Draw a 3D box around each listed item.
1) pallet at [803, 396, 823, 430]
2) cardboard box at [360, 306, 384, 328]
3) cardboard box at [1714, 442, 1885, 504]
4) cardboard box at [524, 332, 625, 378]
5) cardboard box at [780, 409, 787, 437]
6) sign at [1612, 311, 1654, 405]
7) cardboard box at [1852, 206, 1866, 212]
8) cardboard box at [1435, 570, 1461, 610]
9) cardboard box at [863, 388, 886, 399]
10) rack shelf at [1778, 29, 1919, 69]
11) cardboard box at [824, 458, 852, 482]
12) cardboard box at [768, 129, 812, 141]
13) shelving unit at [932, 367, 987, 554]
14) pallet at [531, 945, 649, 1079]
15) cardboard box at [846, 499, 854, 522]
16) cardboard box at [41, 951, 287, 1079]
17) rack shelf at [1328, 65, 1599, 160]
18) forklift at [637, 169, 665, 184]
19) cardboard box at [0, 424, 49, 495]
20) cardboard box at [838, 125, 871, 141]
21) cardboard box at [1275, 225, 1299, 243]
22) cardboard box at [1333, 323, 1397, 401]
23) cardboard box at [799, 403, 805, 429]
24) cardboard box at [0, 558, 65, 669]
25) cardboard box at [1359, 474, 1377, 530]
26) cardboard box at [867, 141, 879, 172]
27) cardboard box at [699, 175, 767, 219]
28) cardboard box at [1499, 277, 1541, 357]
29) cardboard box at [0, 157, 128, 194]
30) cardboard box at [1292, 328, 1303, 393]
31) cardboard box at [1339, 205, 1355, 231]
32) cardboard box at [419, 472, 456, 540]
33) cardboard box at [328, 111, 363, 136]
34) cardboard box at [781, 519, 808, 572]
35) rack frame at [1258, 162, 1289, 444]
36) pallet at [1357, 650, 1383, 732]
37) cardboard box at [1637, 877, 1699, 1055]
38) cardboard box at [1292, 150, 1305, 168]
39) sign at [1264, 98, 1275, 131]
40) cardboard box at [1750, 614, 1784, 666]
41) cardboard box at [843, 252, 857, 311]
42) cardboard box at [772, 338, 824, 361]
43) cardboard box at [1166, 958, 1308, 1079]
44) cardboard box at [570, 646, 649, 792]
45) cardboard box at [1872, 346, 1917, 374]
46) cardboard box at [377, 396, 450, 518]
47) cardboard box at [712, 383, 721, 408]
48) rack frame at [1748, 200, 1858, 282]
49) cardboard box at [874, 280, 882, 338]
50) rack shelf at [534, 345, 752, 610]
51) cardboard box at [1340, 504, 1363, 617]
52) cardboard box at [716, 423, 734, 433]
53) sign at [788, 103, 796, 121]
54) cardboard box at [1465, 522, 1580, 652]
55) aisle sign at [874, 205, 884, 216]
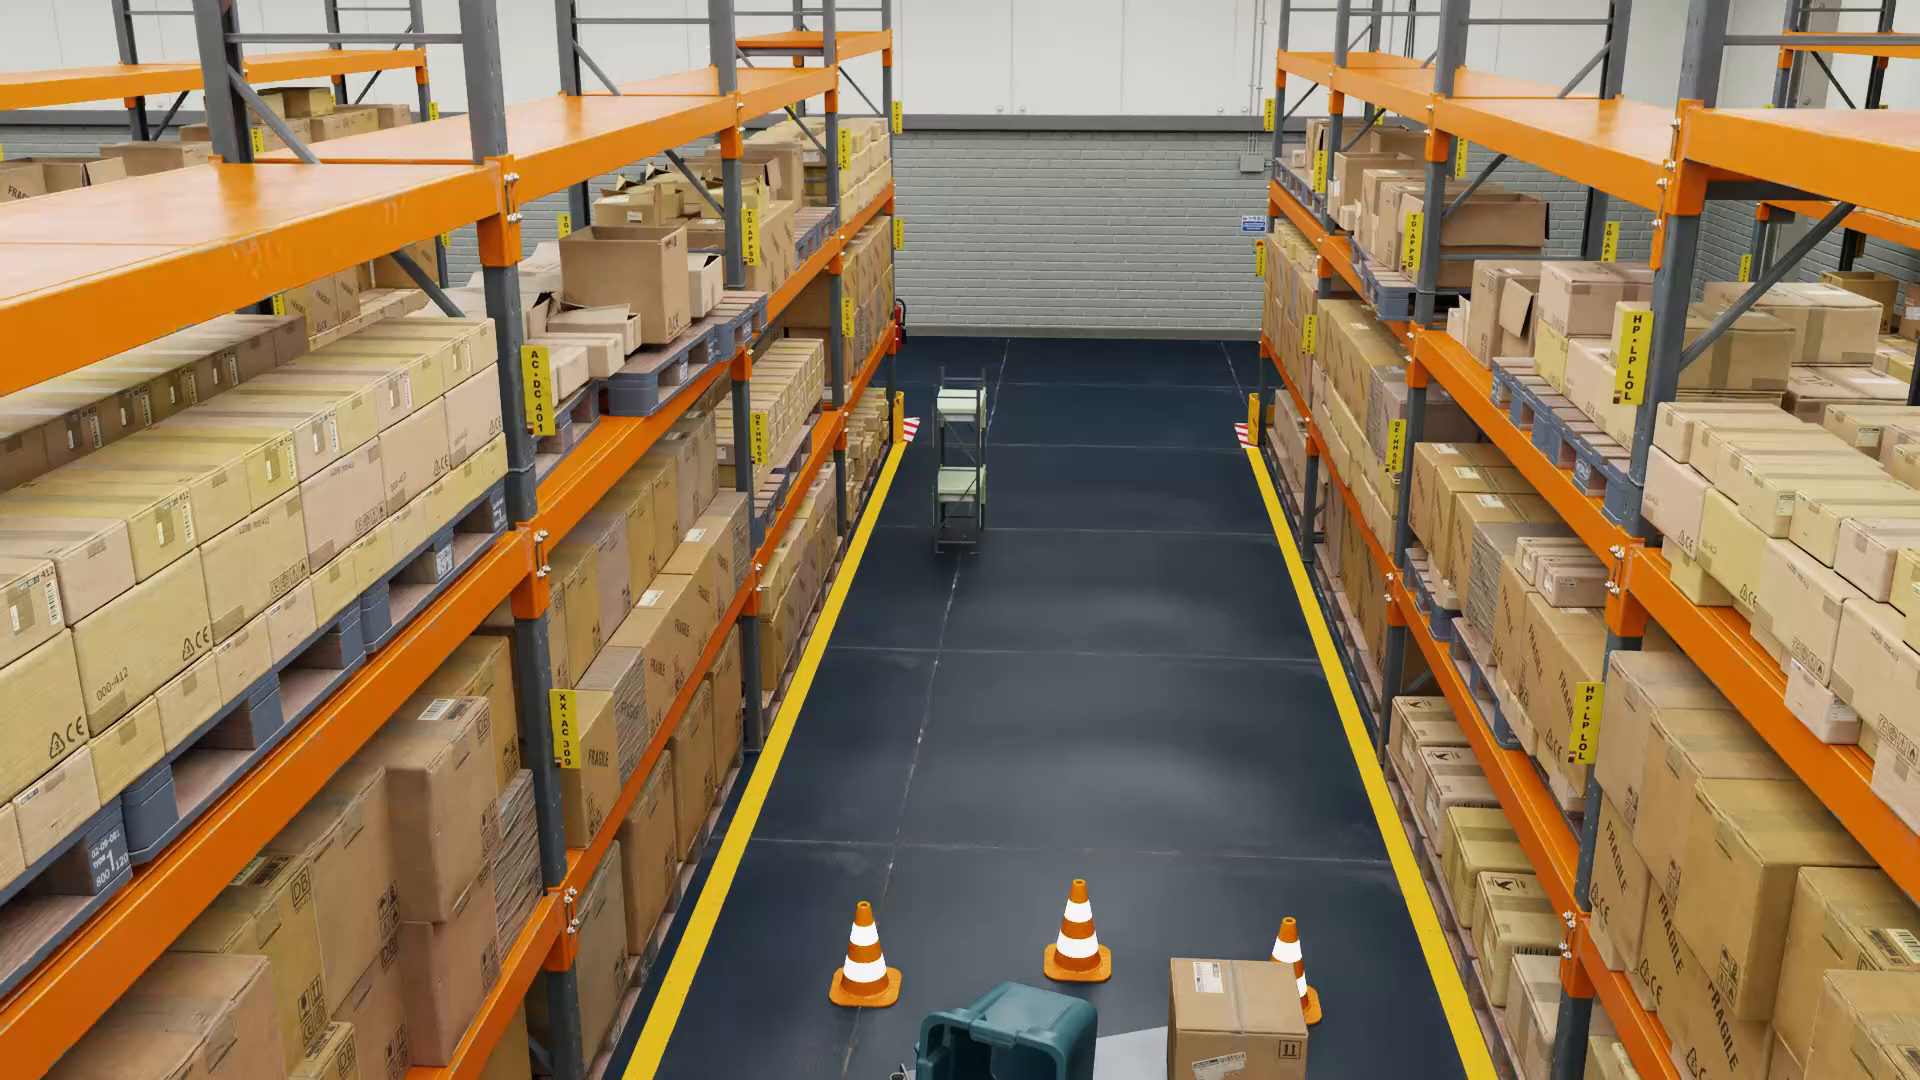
[{"bbox_3d":[-1.693,-0.997,13.456,1.003,0.211,1.213,1,18,4],"label":"pallet"},{"bbox_3d":[-6.023,-2.143,16.408,0.500,0.250,0.500,1,18,4],"label":"cardboard box"},{"bbox_3d":[2.512,-0.190,4.990,0.380,0.149,0.250,1,18,2],"label":"cardboard box"},{"bbox_3d":[-1.707,-0.820,7.360,0.380,0.149,0.250,1,18,4],"label":"cardboard box"},{"bbox_3d":[-1.454,-0.847,11.942,0.380,0.149,0.250,1,18,3],"label":"cardboard box"},{"bbox_3d":[2.324,-0.628,5.742,0.100,0.325,0.005,1,18,4],"label":"sign"},{"bbox_3d":[8.215,-3.037,14.959,0.380,0.149,0.250,2,18,5],"label":"cardboard box"},{"bbox_3d":[2.796,0.272,9.005,0.380,0.149,0.250,1,18,4],"label":"cardboard box"},{"bbox_3d":[-0.992,-1.522,17.699,0.380,0.149,0.250,1,18,5],"label":"cardboard box"},{"bbox_3d":[8.546,-4.262,14.639,1.077,0.370,4.000,1,18,4],"label":"rack shelf"},{"bbox_3d":[-1.183,-0.636,14.996,0.380,0.149,0.250,2,18,7],"label":"cardboard box"},{"bbox_3d":[-1.598,-3.768,15.587,0.380,0.149,0.250,2,18,6],"label":"cardboard box"},{"bbox_3d":[0.000,-0.711,14.683,0.431,1.500,0.755,1,18,4],"label":"shelving unit"},{"bbox_3d":[-2.087,2.246,7.729,1.003,0.211,1.213,1,18,4],"label":"pallet"},{"bbox_3d":[-1.147,-0.273,14.843,0.380,0.149,0.250,0,18,2],"label":"cardboard box"},{"bbox_3d":[-2.165,1.362,3.973,0.875,0.550,0.550,1,18,4],"label":"cardboard box"},{"bbox_3d":[3.308,-2.941,11.244,1.077,0.370,4.000,1,18,4],"label":"rack shelf"},{"bbox_3d":[-2.884,-2.246,17.069,1.130,2.935,3.031,0,18,0],"label":"forklift"},{"bbox_3d":[-2.541,-0.192,4.161,0.380,0.149,0.250,1,18,4],"label":"cardboard box"},{"bbox_3d":[-1.060,-3.920,16.049,0.380,0.149,0.250,1,18,3],"label":"cardboard box"},{"bbox_3d":[3.356,-3.051,16.609,0.380,0.149,0.250,2,18,6],"label":"cardboard box"},{"bbox_3d":[3.086,-1.321,12.371,0.500,0.500,0.500,1,18,3],"label":"cardboard box"},{"bbox_3d":[-1.395,-0.952,12.741,0.380,0.149,0.250,1,18,2],"label":"cardboard box"},{"bbox_3d":[-1.956,0.140,3.148,0.380,0.149,0.250,1,18,4],"label":"cardboard box"},{"bbox_3d":[2.963,-0.251,11.114,0.500,0.250,0.500,2,18,5],"label":"cardboard box"},{"bbox_3d":[-1.061,-3.690,15.987,0.500,0.250,0.500,2,18,5],"label":"cardboard box"},{"bbox_3d":[-1.439,-2.196,10.601,0.396,0.266,0.258,1,18,4],"label":"cardboard box"},{"bbox_3d":[3.084,-1.001,8.177,0.797,0.503,0.637,1,18,4],"label":"cardboard box"},{"bbox_3d":[-6.595,-2.531,12.172,0.797,0.503,0.637,1,18,3],"label":"cardboard box"},{"bbox_3d":[3.261,-1.600,14.829,0.500,0.500,0.500,1,18,3],"label":"cardboard box"},{"bbox_3d":[3.011,-2.372,12.228,0.380,0.166,0.250,0,18,0],"label":"cardboard box"},{"bbox_3d":[-1.809,-0.112,5.198,0.380,0.149,0.250,2,18,5],"label":"cardboard box"},{"bbox_3d":[-6.280,-3.930,16.287,0.700,0.500,0.500,0,18,0],"label":"cardboard box"},{"bbox_3d":[-1.405,0.032,12.142,0.500,0.250,0.500,1,18,4],"label":"cardboard box"},{"bbox_3d":[3.738,-2.485,17.691,1.000,3.000,0.127,1,18,4],"label":"rack frame"},{"bbox_3d":[3.296,1.081,11.284,1.003,0.211,1.213,1,18,4],"label":"pallet"},{"bbox_3d":[2.555,1.340,5.379,0.500,0.500,0.500,1,18,4],"label":"cardboard box"},{"bbox_3d":[3.431,-3.706,16.166,0.380,0.149,0.250,2,18,6],"label":"cardboard box"},{"bbox_3d":[3.185,-4.378,17.119,0.100,0.325,0.005,1,18,4],"label":"sign"},{"bbox_3d":[2.571,0.263,4.889,0.380,0.149,0.250,2,18,6],"label":"cardboard box"},{"bbox_3d":[-1.196,-2.282,14.827,0.500,0.500,0.500,1,18,2],"label":"cardboard box"},{"bbox_3d":[-1.327,-1.556,13.628,0.380,0.149,0.250,2,18,6],"label":"cardboard box"},{"bbox_3d":[1.100,2.039,6.681,0.500,0.500,0.500,1,18,4],"label":"cardboard box"},{"bbox_3d":[-1.725,0.801,7.501,0.500,0.500,0.500,1,18,4],"label":"cardboard box"},{"bbox_3d":[8.217,-1.523,14.517,0.500,0.250,0.500,1,18,4],"label":"cardboard box"},{"bbox_3d":[-1.883,-0.264,5.024,0.500,0.250,0.500,1,18,4],"label":"cardboard box"},{"bbox_3d":[-2.050,-1.106,12.733,0.380,0.149,0.250,2,18,6],"label":"cardboard box"},{"bbox_3d":[8.689,-2.376,17.356,1.000,3.000,0.127,1,18,4],"label":"rack frame"},{"bbox_3d":[-1.051,-2.291,16.458,0.500,0.500,0.500,1,18,4],"label":"cardboard box"},{"bbox_3d":[-1.923,-0.542,8.099,1.077,0.370,4.000,1,18,4],"label":"rack shelf"},{"bbox_3d":[3.430,0.042,12.715,0.875,0.875,0.875,2,18,6],"label":"cardboard box"},{"bbox_3d":[-1.537,-0.665,10.910,0.380,0.149,0.250,1,18,2],"label":"cardboard box"},{"bbox_3d":[-1.748,-4.417,17.366,0.100,0.325,0.005,1,18,4],"label":"sign"},{"bbox_3d":[2.796,0.228,8.098,0.500,0.500,0.500,1,18,2],"label":"cardboard box"},{"bbox_3d":[-0.902,-3.816,17.576,0.394,0.787,0.004,1,18,4],"label":"aisle sign"}]
